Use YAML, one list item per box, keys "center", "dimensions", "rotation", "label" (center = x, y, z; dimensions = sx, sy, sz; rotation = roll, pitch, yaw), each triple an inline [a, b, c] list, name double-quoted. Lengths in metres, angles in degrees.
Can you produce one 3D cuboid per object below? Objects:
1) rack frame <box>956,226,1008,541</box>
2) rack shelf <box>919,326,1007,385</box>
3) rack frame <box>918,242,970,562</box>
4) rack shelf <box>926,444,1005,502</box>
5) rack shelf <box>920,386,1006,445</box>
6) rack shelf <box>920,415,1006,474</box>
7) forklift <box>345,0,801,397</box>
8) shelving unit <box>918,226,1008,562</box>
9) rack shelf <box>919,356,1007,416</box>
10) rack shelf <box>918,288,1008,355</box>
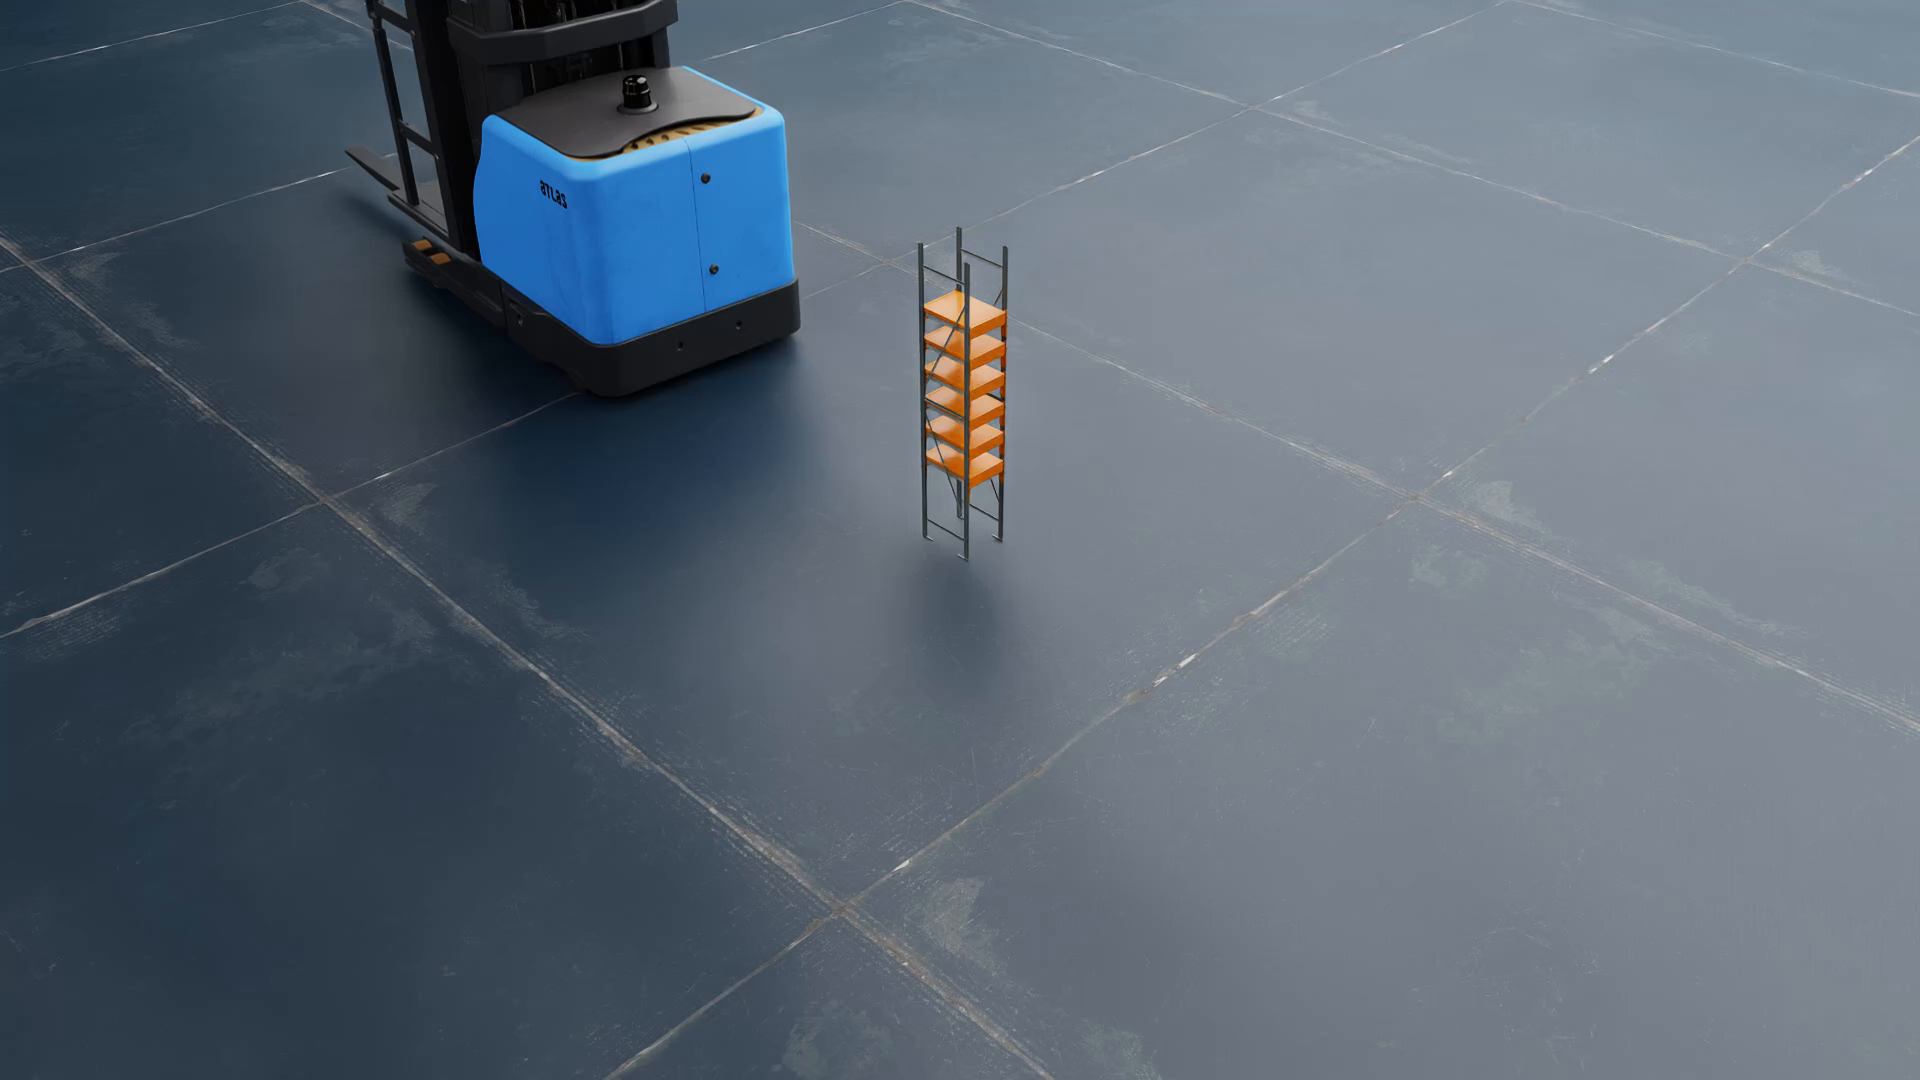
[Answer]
- center: [0.075, -0.535, 5.968]
  dimensions: [0.240, 1.200, 0.006]
  rotation: [30, 45, 35]
  label: "rack frame"
- center: [0.010, -0.658, 5.803]
  dimensions: [0.258, 0.103, 0.180]
  rotation: [30, 45, 35]
  label: "rack shelf"
- center: [-0.054, -0.461, 5.862]
  dimensions: [0.240, 1.200, 0.006]
  rotation: [30, 45, 35]
  label: "rack frame"
- center: [0.010, -0.265, 6.078]
  dimensions: [0.258, 0.103, 0.180]
  rotation: [30, 45, 35]
  label: "rack shelf"
- center: [0.010, -0.462, 5.941]
  dimensions: [0.258, 0.103, 0.180]
  rotation: [30, 45, 35]
  label: "rack shelf"
- center: [0.010, -0.363, 6.009]
  dimensions: [0.258, 0.103, 0.180]
  rotation: [30, 45, 35]
  label: "rack shelf"
- center: [-2.051, -2.574, 7.378]
  dimensions: [1.130, 2.935, 3.031]
  rotation: [-26, 42, -32]
  label: "forklift"
- center: [0.010, -0.498, 5.915]
  dimensions: [0.258, 1.200, 0.189]
  rotation: [30, 45, 35]
  label: "shelving unit"
- center: [0.010, -0.560, 5.872]
  dimensions: [0.258, 0.103, 0.180]
  rotation: [30, 45, 35]
  label: "rack shelf"
- center: [0.010, -0.757, 5.735]
  dimensions: [0.258, 0.103, 0.180]
  rotation: [30, 45, 35]
  label: "rack shelf"
